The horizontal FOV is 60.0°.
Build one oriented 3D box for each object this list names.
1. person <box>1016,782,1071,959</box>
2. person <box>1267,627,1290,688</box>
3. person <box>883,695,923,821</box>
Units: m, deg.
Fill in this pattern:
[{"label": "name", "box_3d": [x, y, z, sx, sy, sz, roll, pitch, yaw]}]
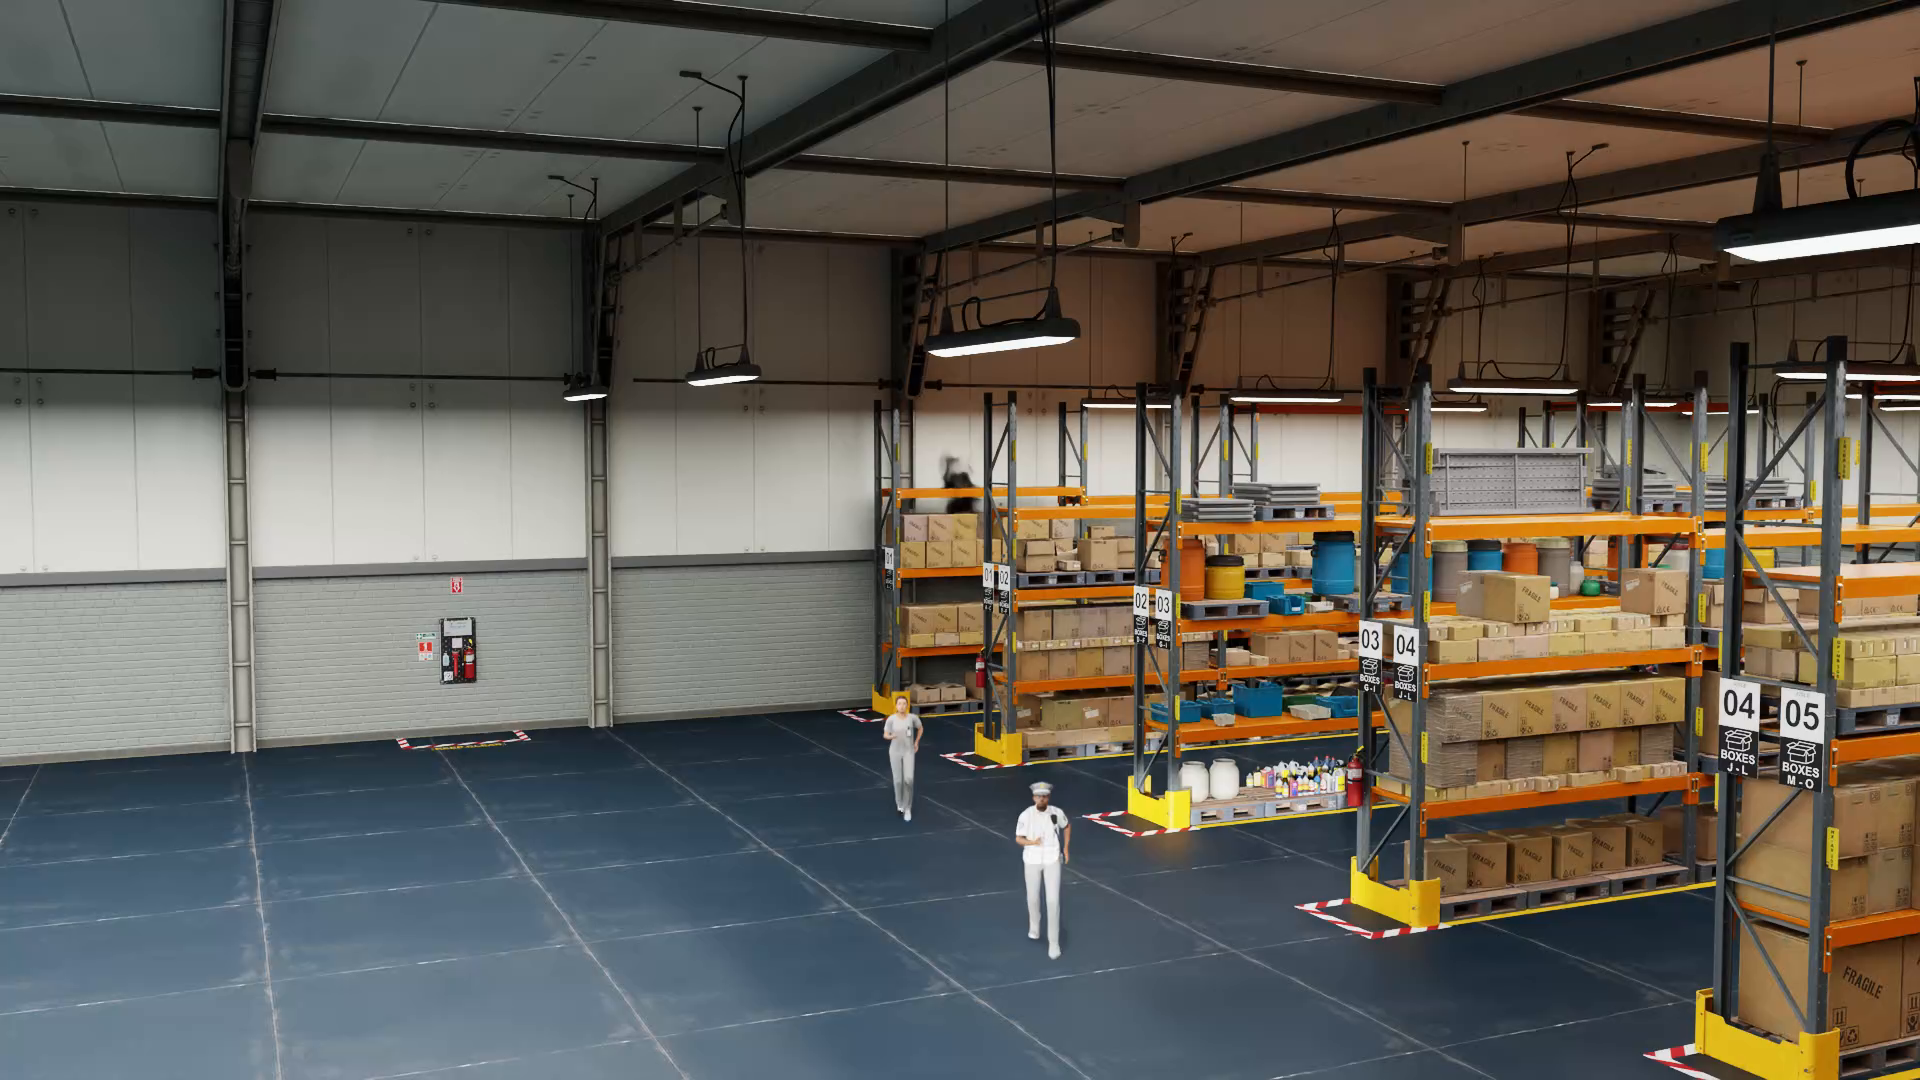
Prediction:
[{"label": "person", "box_3d": [0.851, 3.332, 16.997, 0.560, 1.757, 0.781, 0, 3, 3]}, {"label": "person", "box_3d": [6.136, 2.481, 31.935, 0.638, 1.626, 0.550, -3, 4, -41]}, {"label": "person", "box_3d": [-0.788, 3.000, 22.947, 0.544, 1.707, 0.689, 0, 3, 1]}]
